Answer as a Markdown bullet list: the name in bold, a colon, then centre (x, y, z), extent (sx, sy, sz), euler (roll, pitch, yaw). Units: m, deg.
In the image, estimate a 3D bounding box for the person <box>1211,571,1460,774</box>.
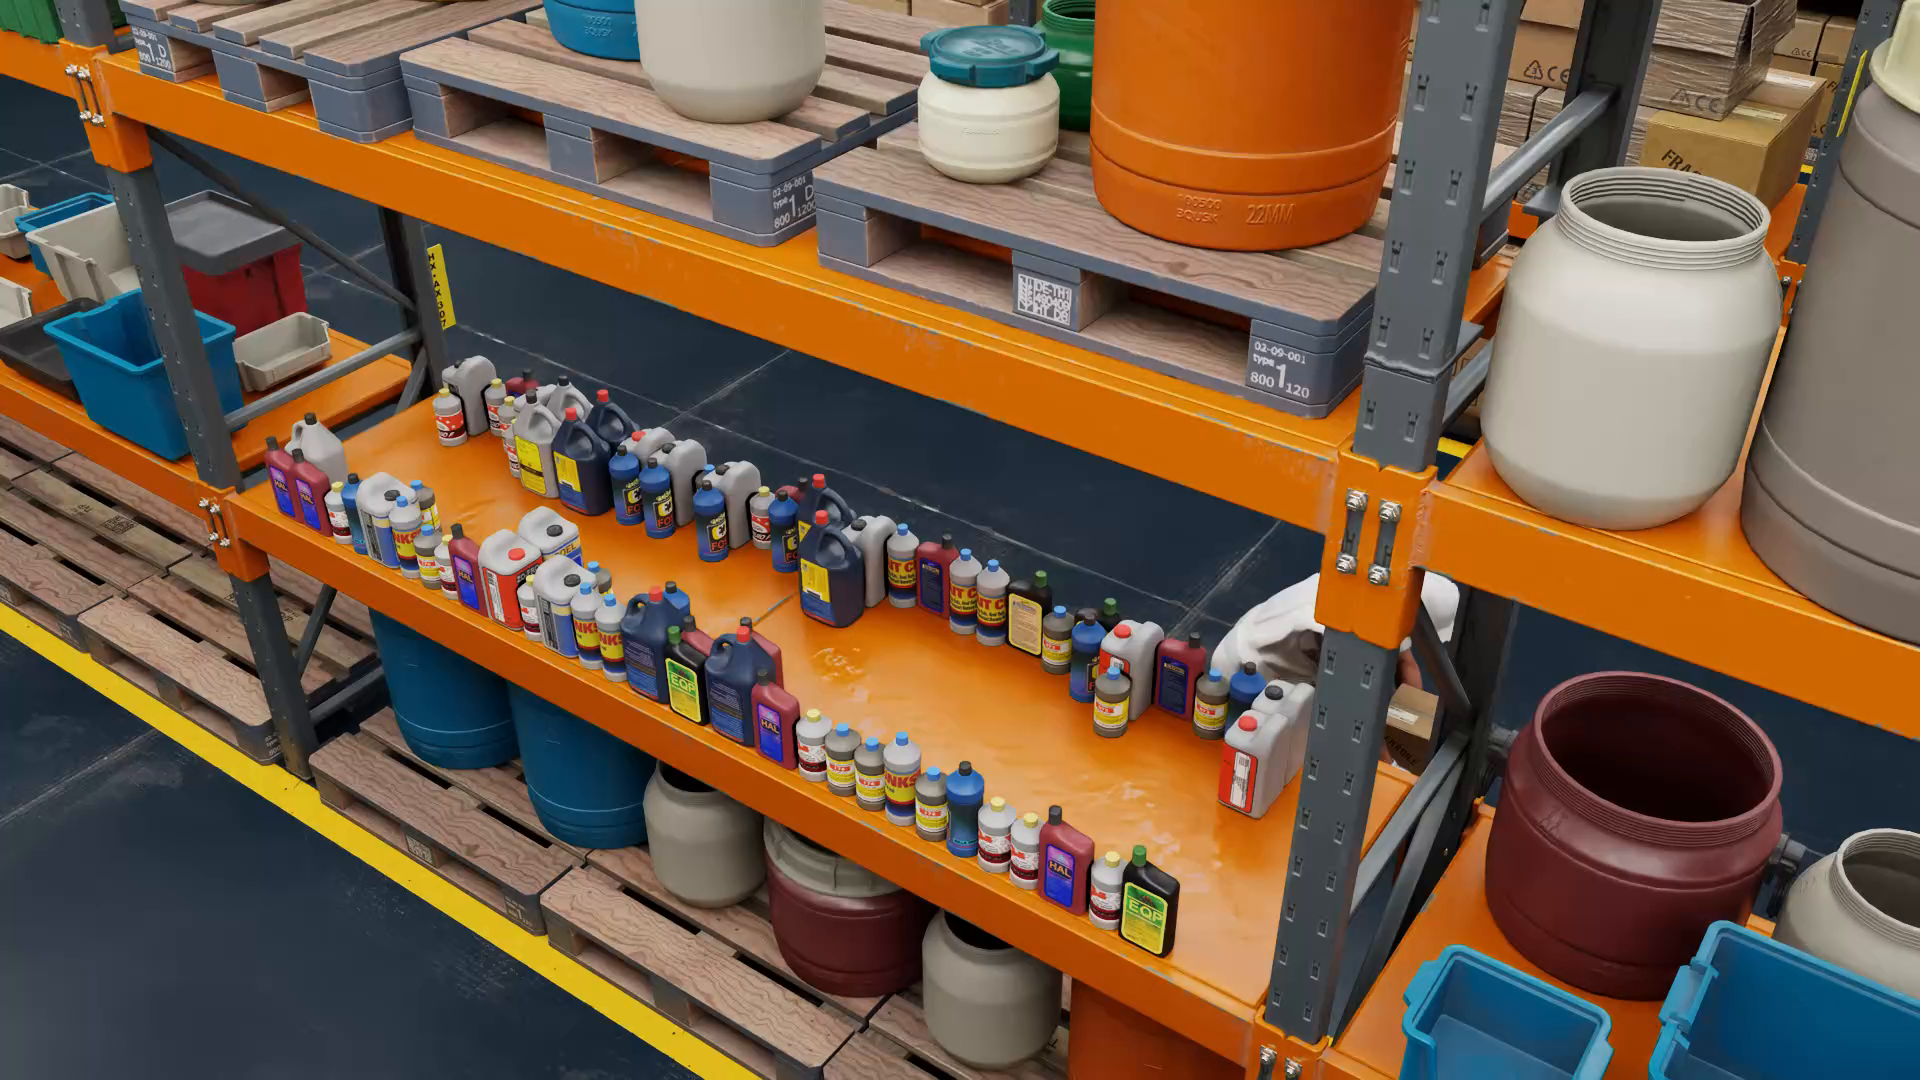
- **person**: centre (1.402, 0.453, 6.132), extent (0.903, 0.968, 0.565), euler (21, 39, 28)
